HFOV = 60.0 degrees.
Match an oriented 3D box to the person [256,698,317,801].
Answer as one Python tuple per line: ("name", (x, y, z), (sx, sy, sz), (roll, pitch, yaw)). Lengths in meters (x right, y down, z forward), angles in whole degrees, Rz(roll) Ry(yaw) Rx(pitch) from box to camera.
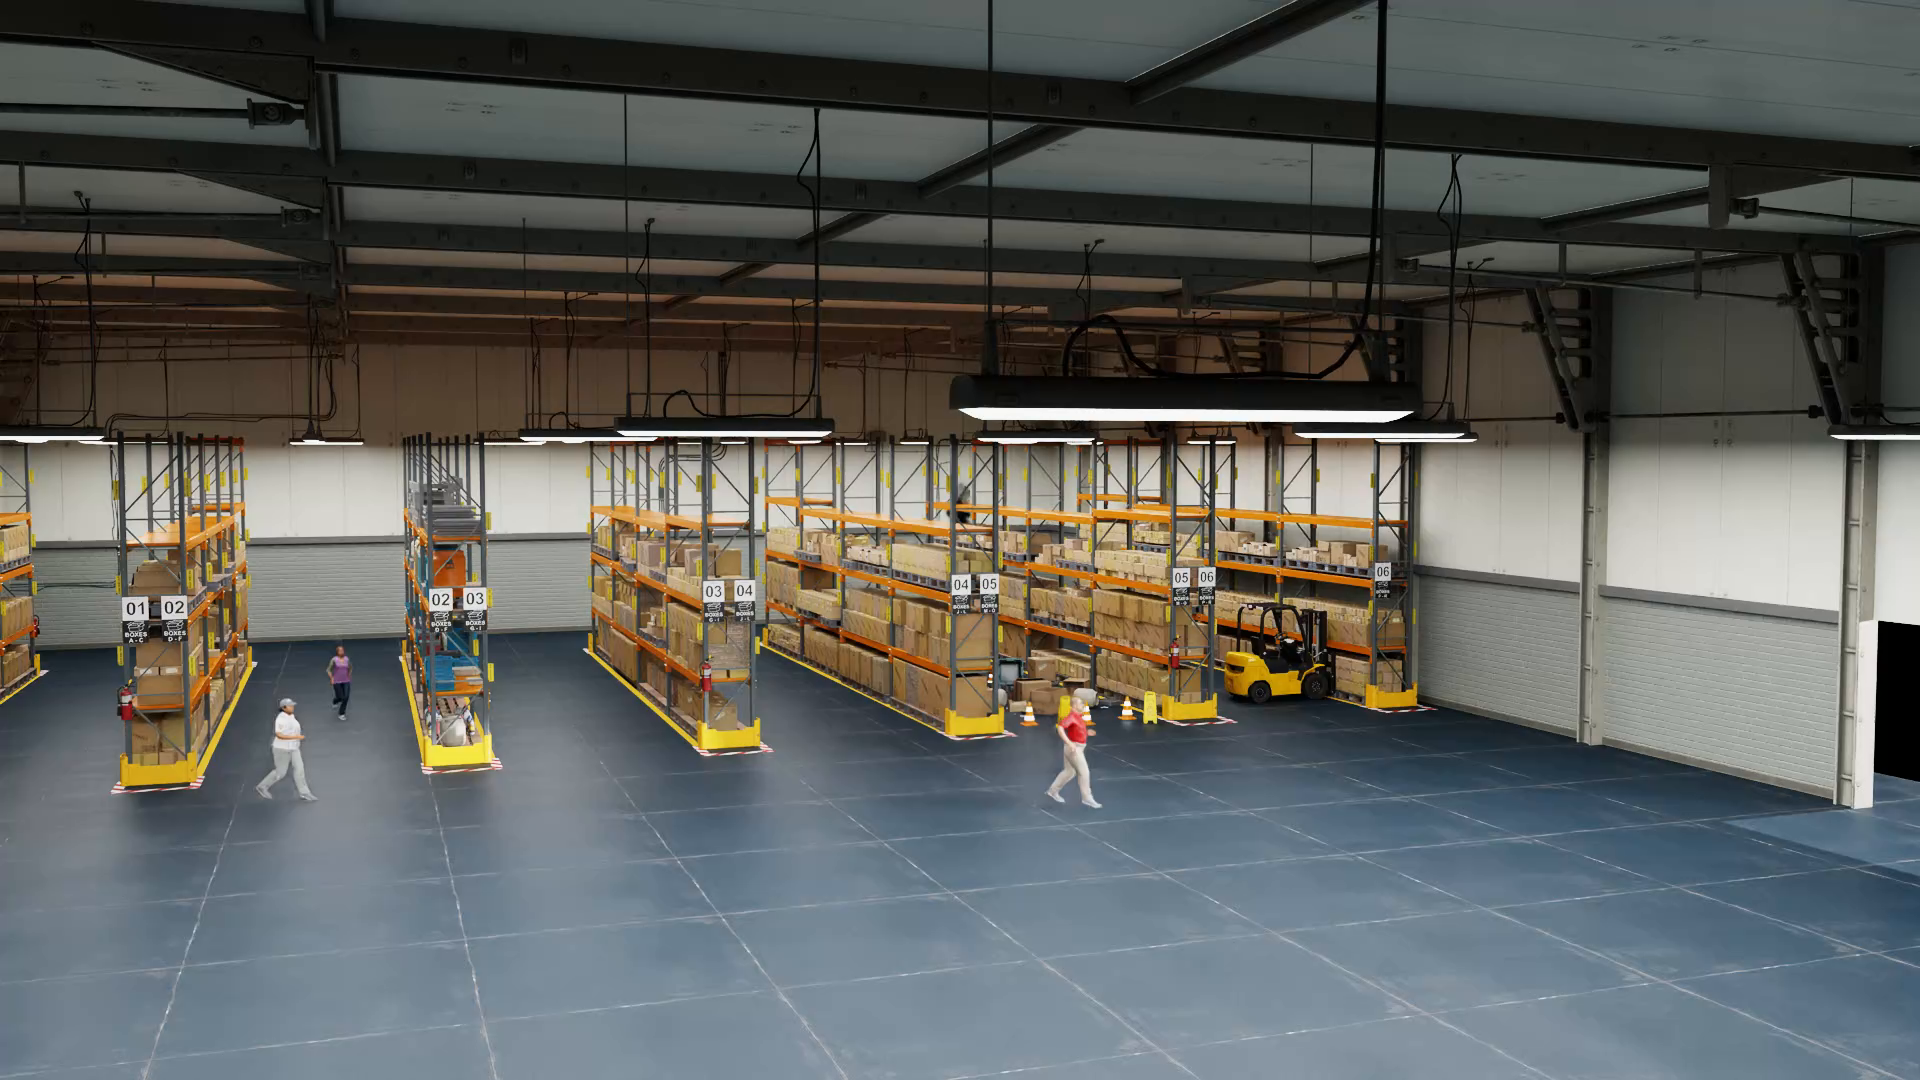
("person", (-10.867, 3.387, 26.797), (0.939, 1.679, 0.623), (0, 3, 2))

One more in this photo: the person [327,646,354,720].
("person", (-13.072, 3.117, 35.111), (0.535, 1.337, 0.549), (-2, 4, -35))

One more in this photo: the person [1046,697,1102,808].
("person", (1.822, 3.372, 26.496), (0.899, 1.746, 0.665), (0, 3, 6))

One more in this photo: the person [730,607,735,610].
("person", (-6.267, 2.317, 46.151), (0.597, 1.742, 0.861), (-1, 3, -17))

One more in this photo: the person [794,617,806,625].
("person", (-4.734, 2.151, 49.835), (0.562, 1.637, 0.569), (-1, 3, -20))
